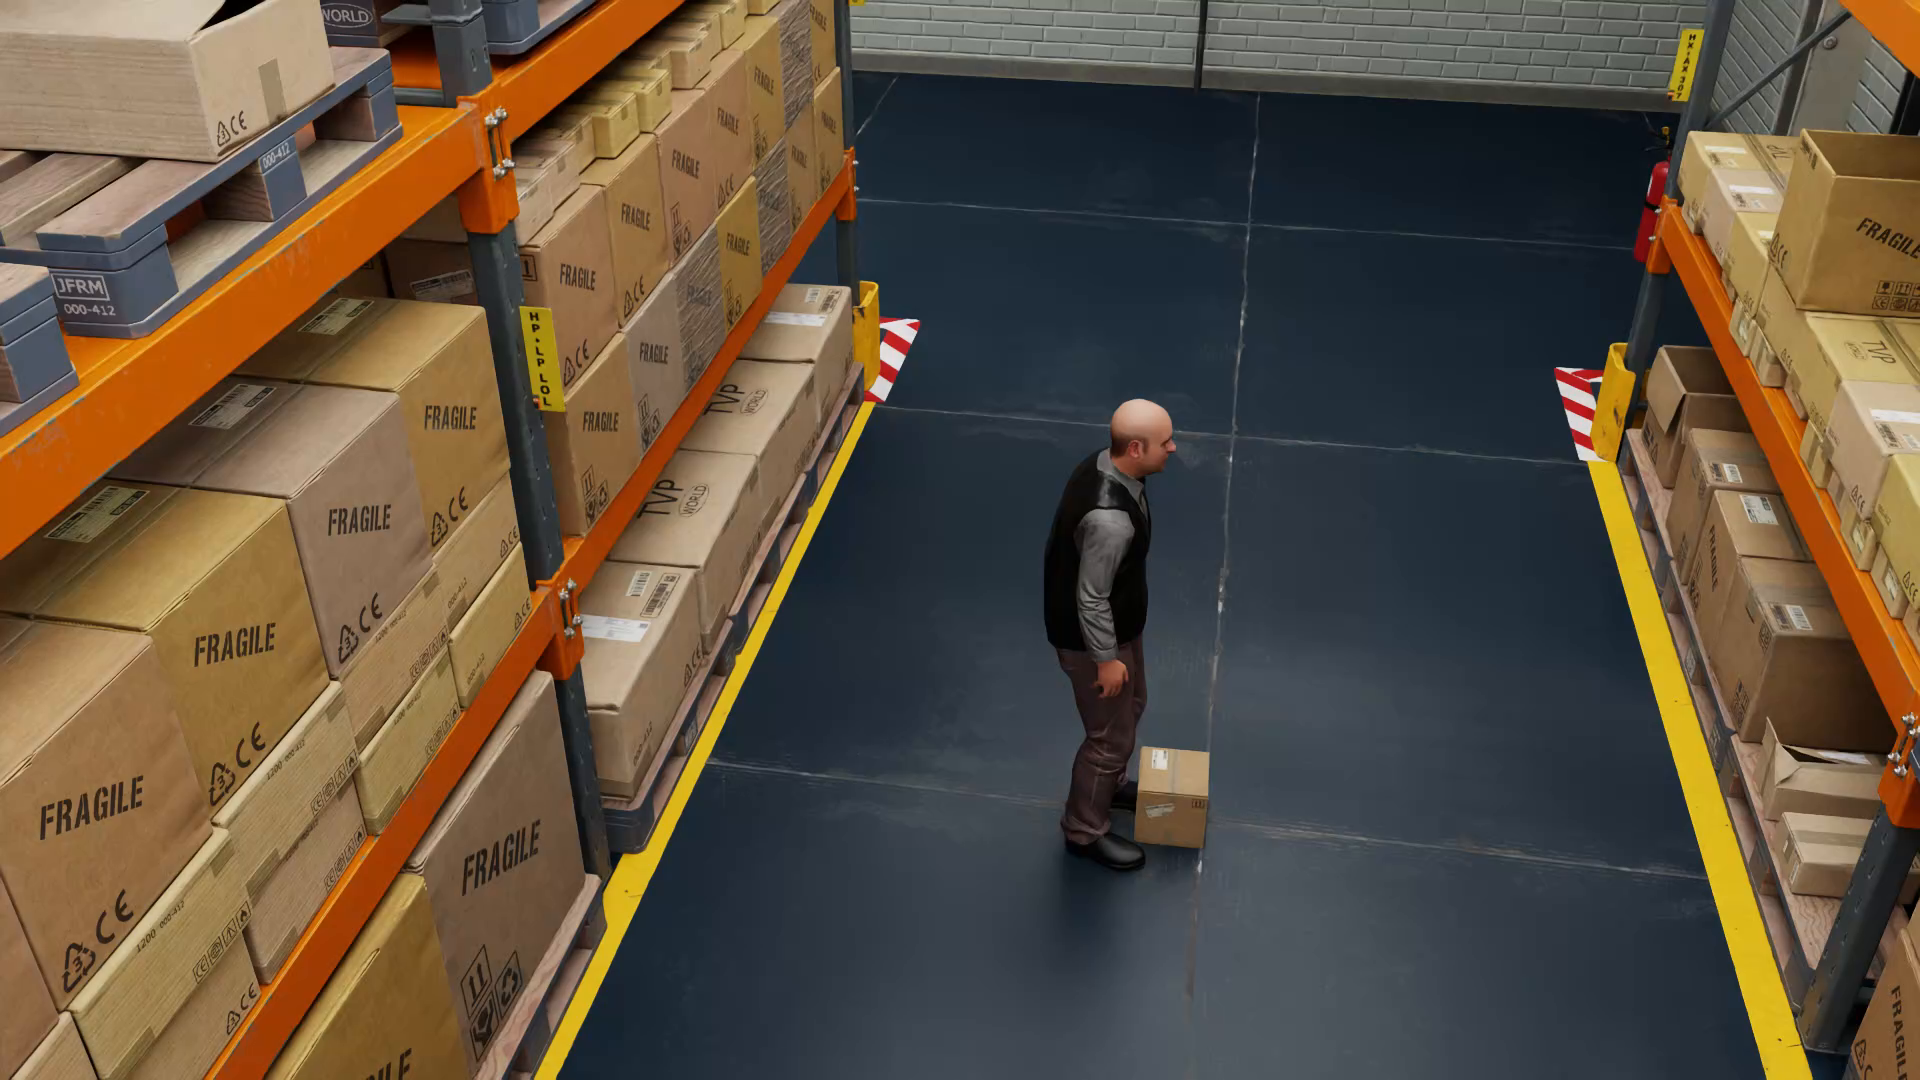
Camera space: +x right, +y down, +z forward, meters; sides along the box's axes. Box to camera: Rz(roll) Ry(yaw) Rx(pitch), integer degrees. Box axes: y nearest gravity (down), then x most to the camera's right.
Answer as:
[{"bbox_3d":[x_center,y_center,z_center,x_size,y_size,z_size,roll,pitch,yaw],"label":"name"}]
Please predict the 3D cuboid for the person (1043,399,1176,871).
[{"bbox_3d":[0.513,0.298,5.686,0.467,1.720,0.579,5,33,8],"label":"person"}]
